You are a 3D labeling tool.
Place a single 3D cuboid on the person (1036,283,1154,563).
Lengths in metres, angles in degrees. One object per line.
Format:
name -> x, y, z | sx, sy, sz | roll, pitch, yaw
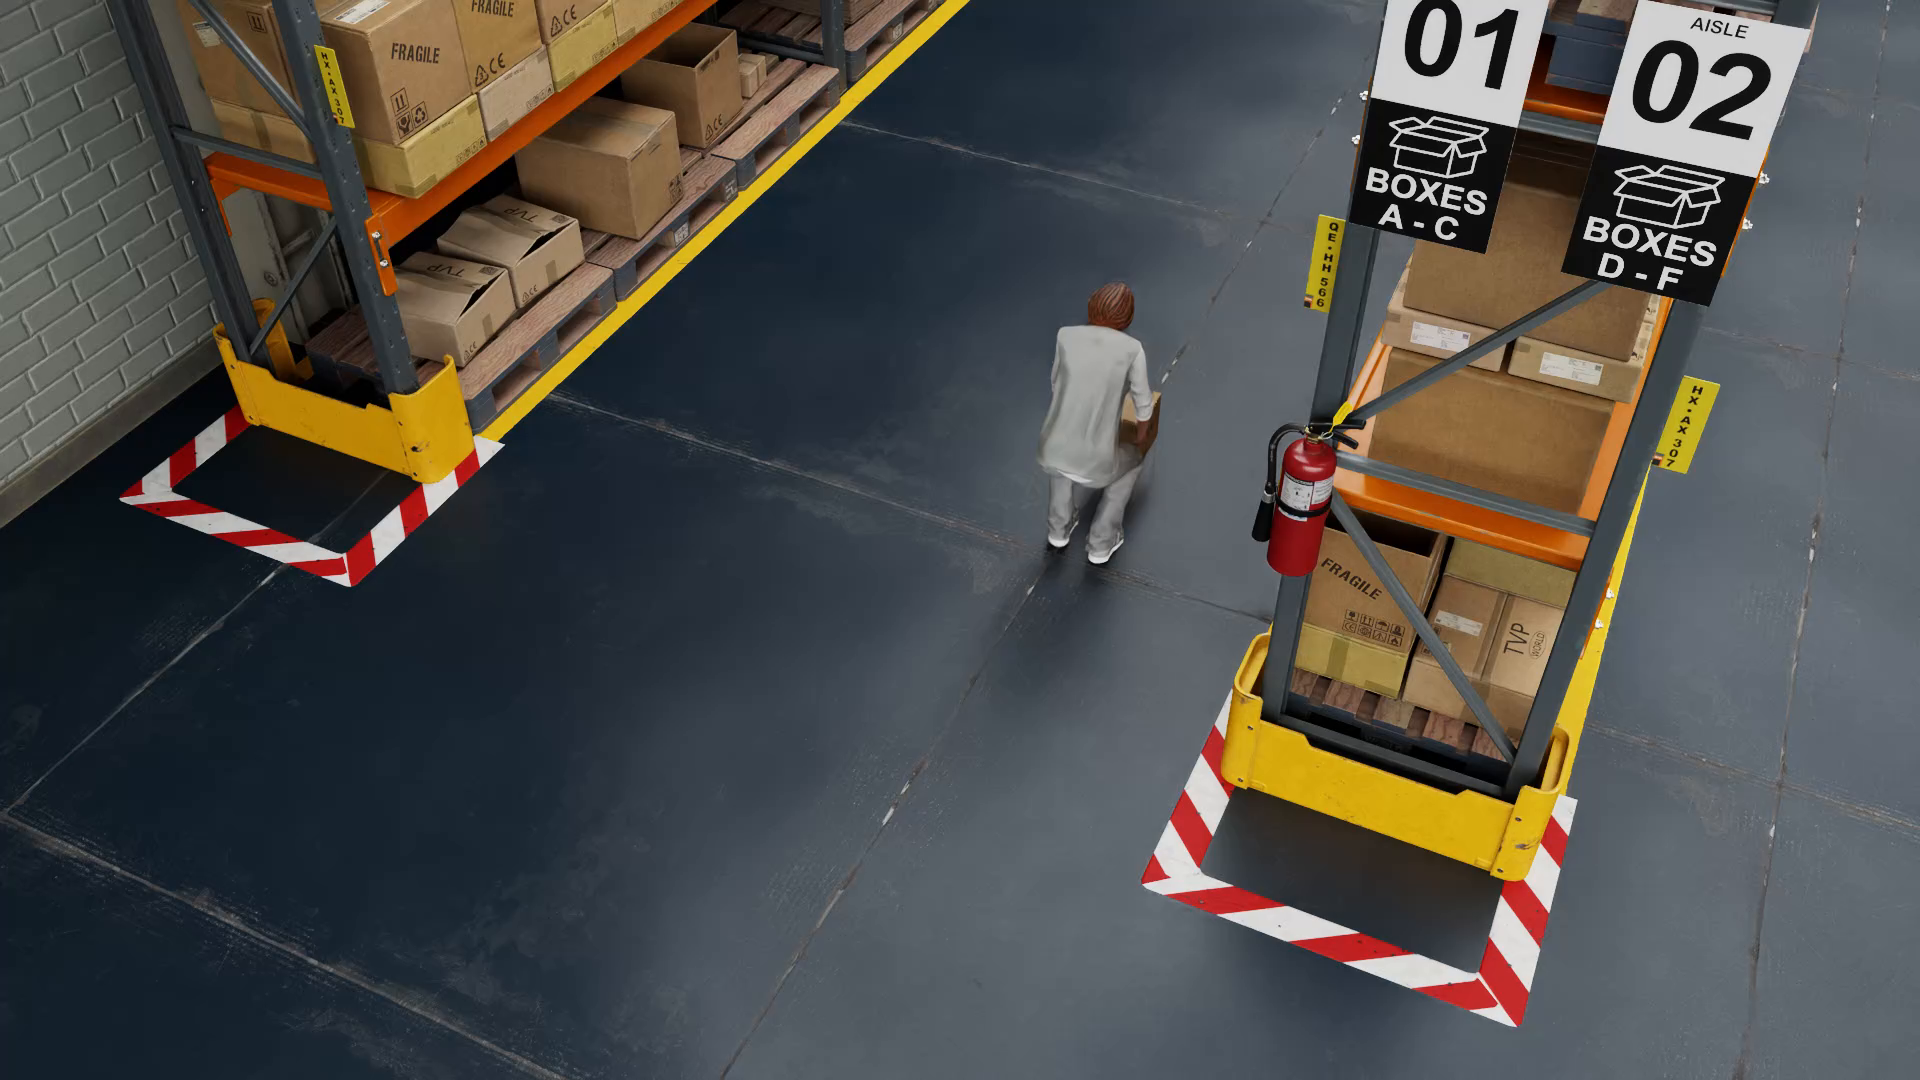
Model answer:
person -> 0.538, -0.459, 7.011 | 0.464, 1.136, 0.730 | 18, 45, 18
